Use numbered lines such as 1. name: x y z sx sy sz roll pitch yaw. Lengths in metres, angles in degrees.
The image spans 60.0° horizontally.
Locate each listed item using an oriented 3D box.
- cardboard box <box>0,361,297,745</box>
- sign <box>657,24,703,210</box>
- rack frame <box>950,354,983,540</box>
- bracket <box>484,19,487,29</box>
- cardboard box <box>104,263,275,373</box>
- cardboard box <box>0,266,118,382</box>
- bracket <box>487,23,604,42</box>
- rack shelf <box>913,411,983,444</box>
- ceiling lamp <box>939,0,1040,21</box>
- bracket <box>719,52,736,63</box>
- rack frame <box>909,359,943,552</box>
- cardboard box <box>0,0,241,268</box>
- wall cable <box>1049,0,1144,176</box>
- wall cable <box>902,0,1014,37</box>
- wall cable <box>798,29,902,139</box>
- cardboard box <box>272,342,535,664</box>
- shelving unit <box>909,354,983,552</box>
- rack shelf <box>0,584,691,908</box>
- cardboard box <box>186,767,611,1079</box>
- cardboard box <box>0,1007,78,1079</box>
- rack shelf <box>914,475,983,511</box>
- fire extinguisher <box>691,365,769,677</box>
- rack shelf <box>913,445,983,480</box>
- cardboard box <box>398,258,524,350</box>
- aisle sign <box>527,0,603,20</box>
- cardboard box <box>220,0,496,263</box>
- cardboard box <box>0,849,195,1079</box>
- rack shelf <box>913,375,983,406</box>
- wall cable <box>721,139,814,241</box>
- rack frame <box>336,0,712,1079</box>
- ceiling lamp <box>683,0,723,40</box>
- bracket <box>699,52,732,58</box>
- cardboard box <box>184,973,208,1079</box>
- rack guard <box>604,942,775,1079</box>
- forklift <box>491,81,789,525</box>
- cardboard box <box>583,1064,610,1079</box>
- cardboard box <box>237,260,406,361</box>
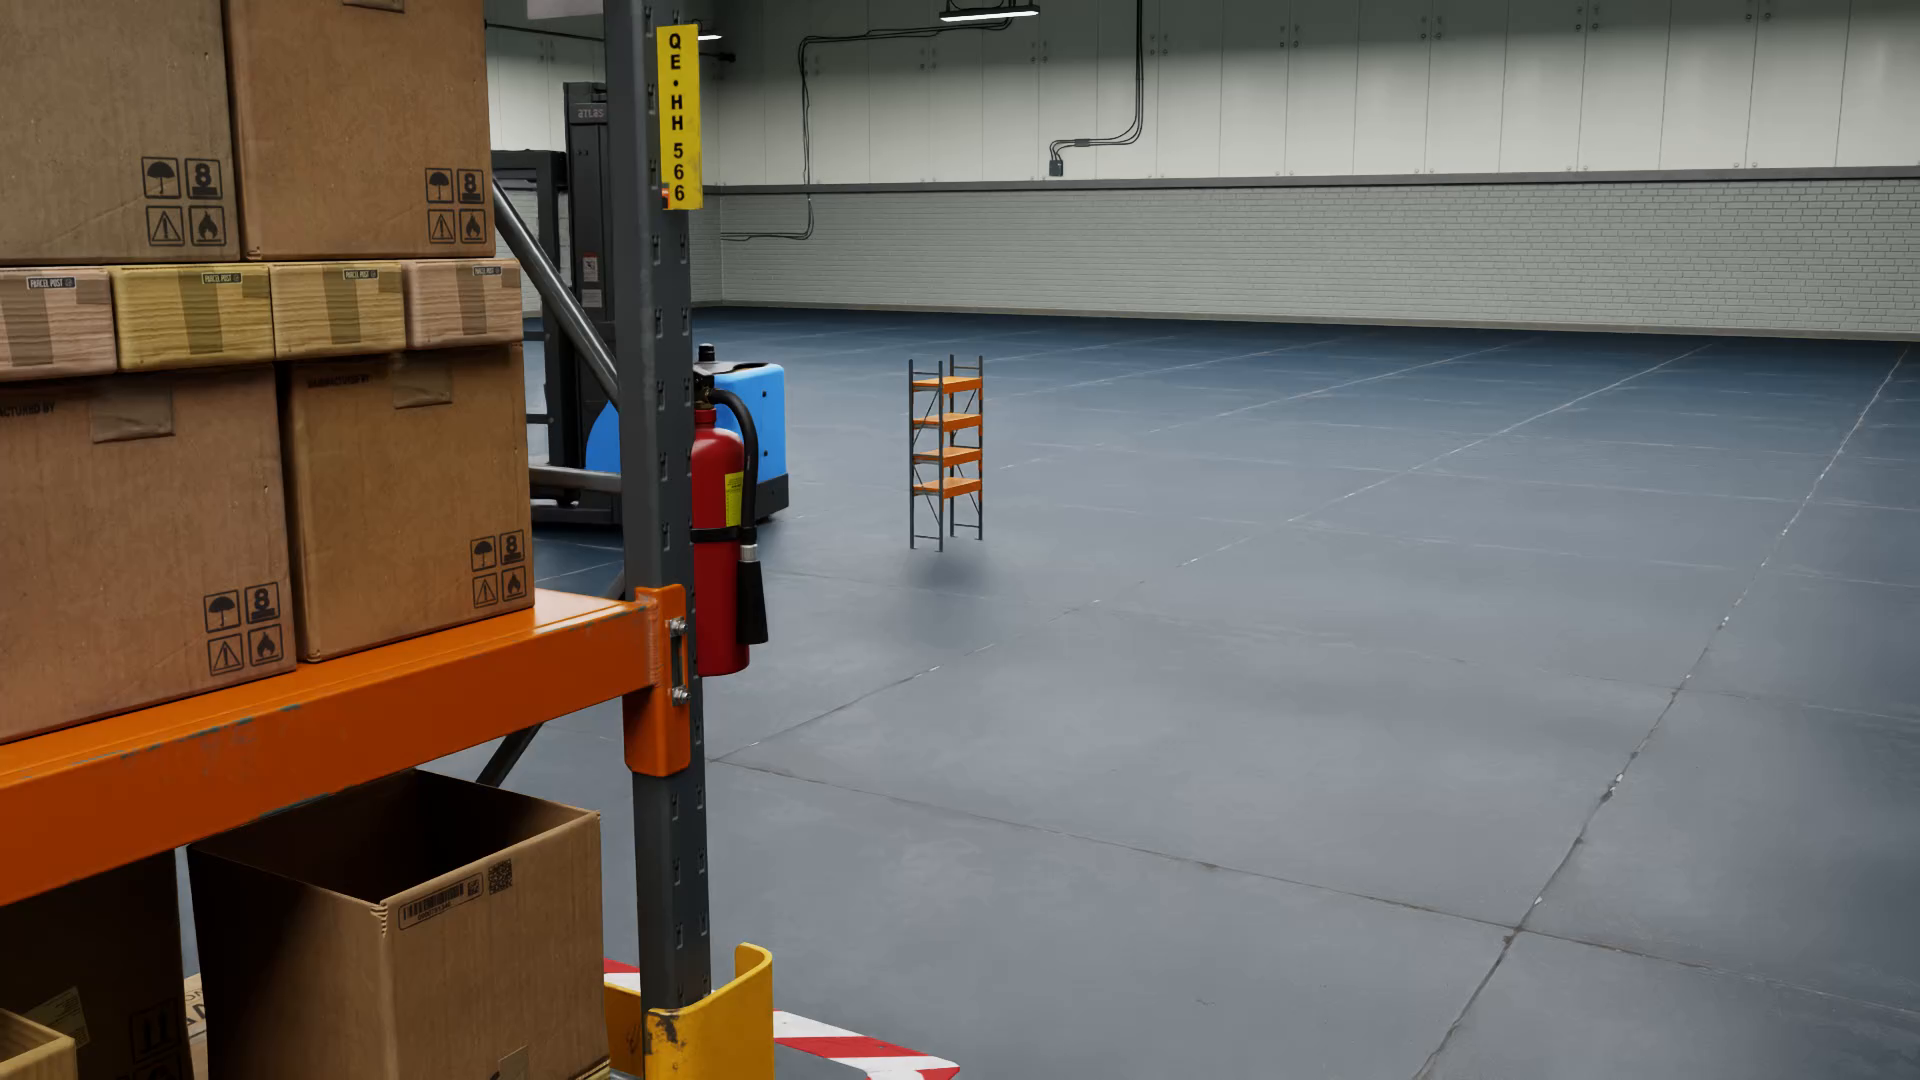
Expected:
1. cardboard box: -1.492 -0.031 2.611 0.700 0.500 0.500 7 13 32
2. sign: -0.514 -0.769 3.032 0.100 0.325 0.005 6 12 31
3. rack frame: 0.041 -0.602 10.824 0.240 1.200 0.015 6 12 31
4. bracket: -10.301 -11.005 35.416 0.235 0.232 0.430 6 12 31
5. cardboard box: -1.273 -0.345 2.526 0.380 0.149 0.250 6 12 30
6. cardboard box: -1.405 -0.306 2.316 0.380 0.149 0.250 7 12 31
7. bracket: -8.955 -11.413 37.594 0.076 0.066 4.783 6 12 31
8. rack shelf: -0.086 -0.717 10.590 0.258 0.148 0.480 6 12 31
9. ceiling lamp: 0.664 -11.250 30.642 2.000 3.185 0.800 6 12 31
10. bracket: -5.956 -12.321 42.447 0.235 0.232 0.430 6 12 31
11. rack frame: -0.213 -0.525 10.414 0.240 1.200 0.015 6 12 31
12. cardboard box: -1.519 -0.660 2.446 0.700 0.500 0.500 6 12 29
13. wall cable: 3.060 -11.247 37.249 2.305 6.003 0.169 6 12 31
14. wall cable: -0.088 -13.123 38.862 3.097 2.526 0.112 6 12 31
15. wall cable: -2.733 -11.183 40.860 3.097 2.526 0.112 6 12 31
16. cardboard box: -1.223 -0.114 3.054 0.700 0.500 0.500 6 12 31
17. shelving unit: -0.086 -0.564 10.619 0.258 1.200 0.503 6 12 31
18. rack shelf: -2.008 0.531 1.835 1.077 0.370 4.000 6 12 31
19. cardboard box: -0.994 0.752 2.992 0.500 0.500 0.500 6 12 31
20. cardboard box: -1.501 0.911 2.144 0.500 0.500 0.500 6 12 31
21. rack shelf: -0.086 -0.302 10.668 0.258 0.148 0.480 6 12 31
22. fire extinguisher: -0.512 -0.073 3.318 0.296 0.674 0.183 6 12 31
23. rack shelf: -0.086 -0.498 10.632 0.258 0.148 0.480 6 12 31
24. cardboard box: -1.006 -0.427 2.962 0.380 0.149 0.250 6 12 30
25. aisle sign: -0.685 -1.397 3.115 0.394 0.787 0.004 6 12 31
26. cardboard box: -1.251 -0.743 2.890 0.700 0.500 0.500 6 12 31
27. cardboard box: -1.697 0.781 2.836 0.500 0.500 0.500 6 12 31
28. rack shelf: -0.086 -0.950 10.547 0.258 0.148 0.480 6 12 31
29. wall cable: -5.045 -8.959 42.705 3.097 2.526 0.112 6 12 31
30. rack frame: -0.970 -0.137 3.449 1.000 3.000 0.127 6 12 31
31. ceiling lamp: -5.652 -11.956 34.413 2.000 3.185 0.800 6 12 31
32. bracket: -6.262 -12.228 41.951 0.076 0.066 3.189 6 12 31
33. cardboard box: -1.439 1.071 3.326 0.500 0.250 0.500 6 12 31
34. rack guard: -0.958 1.088 3.699 1.175 0.500 0.348 6 12 31
35. forklift: -2.784 -1.604 11.473 3.031 2.935 1.130 3 11 16
36. cardboard box: -0.996 1.121 3.062 0.500 0.250 0.500 6 12 31
37. cardboard box: -1.140 -0.385 2.741 0.380 0.149 0.250 7 13 32
